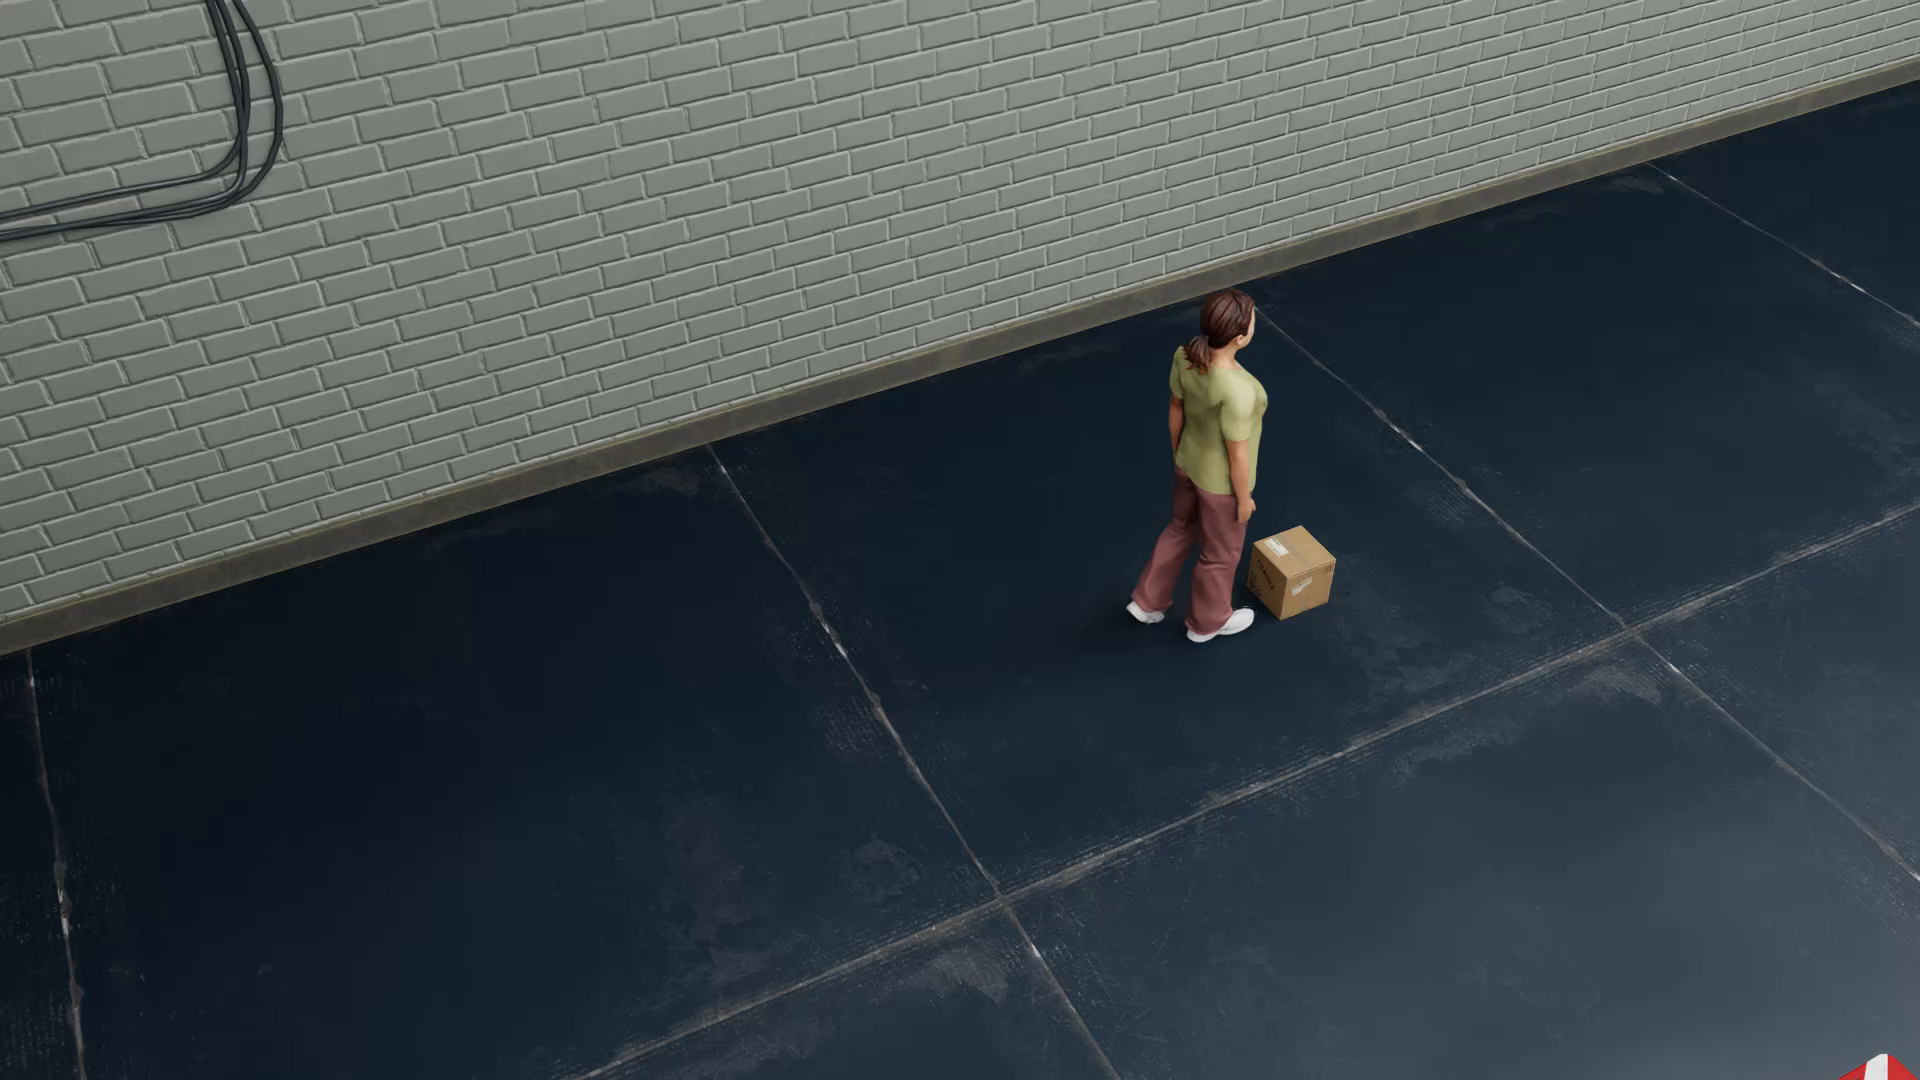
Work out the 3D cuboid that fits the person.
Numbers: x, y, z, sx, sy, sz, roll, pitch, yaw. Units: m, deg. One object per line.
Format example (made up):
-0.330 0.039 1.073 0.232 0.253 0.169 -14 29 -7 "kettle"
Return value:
0.986 -0.225 6.467 0.498 1.739 0.451 -19 45 -20 "person"
